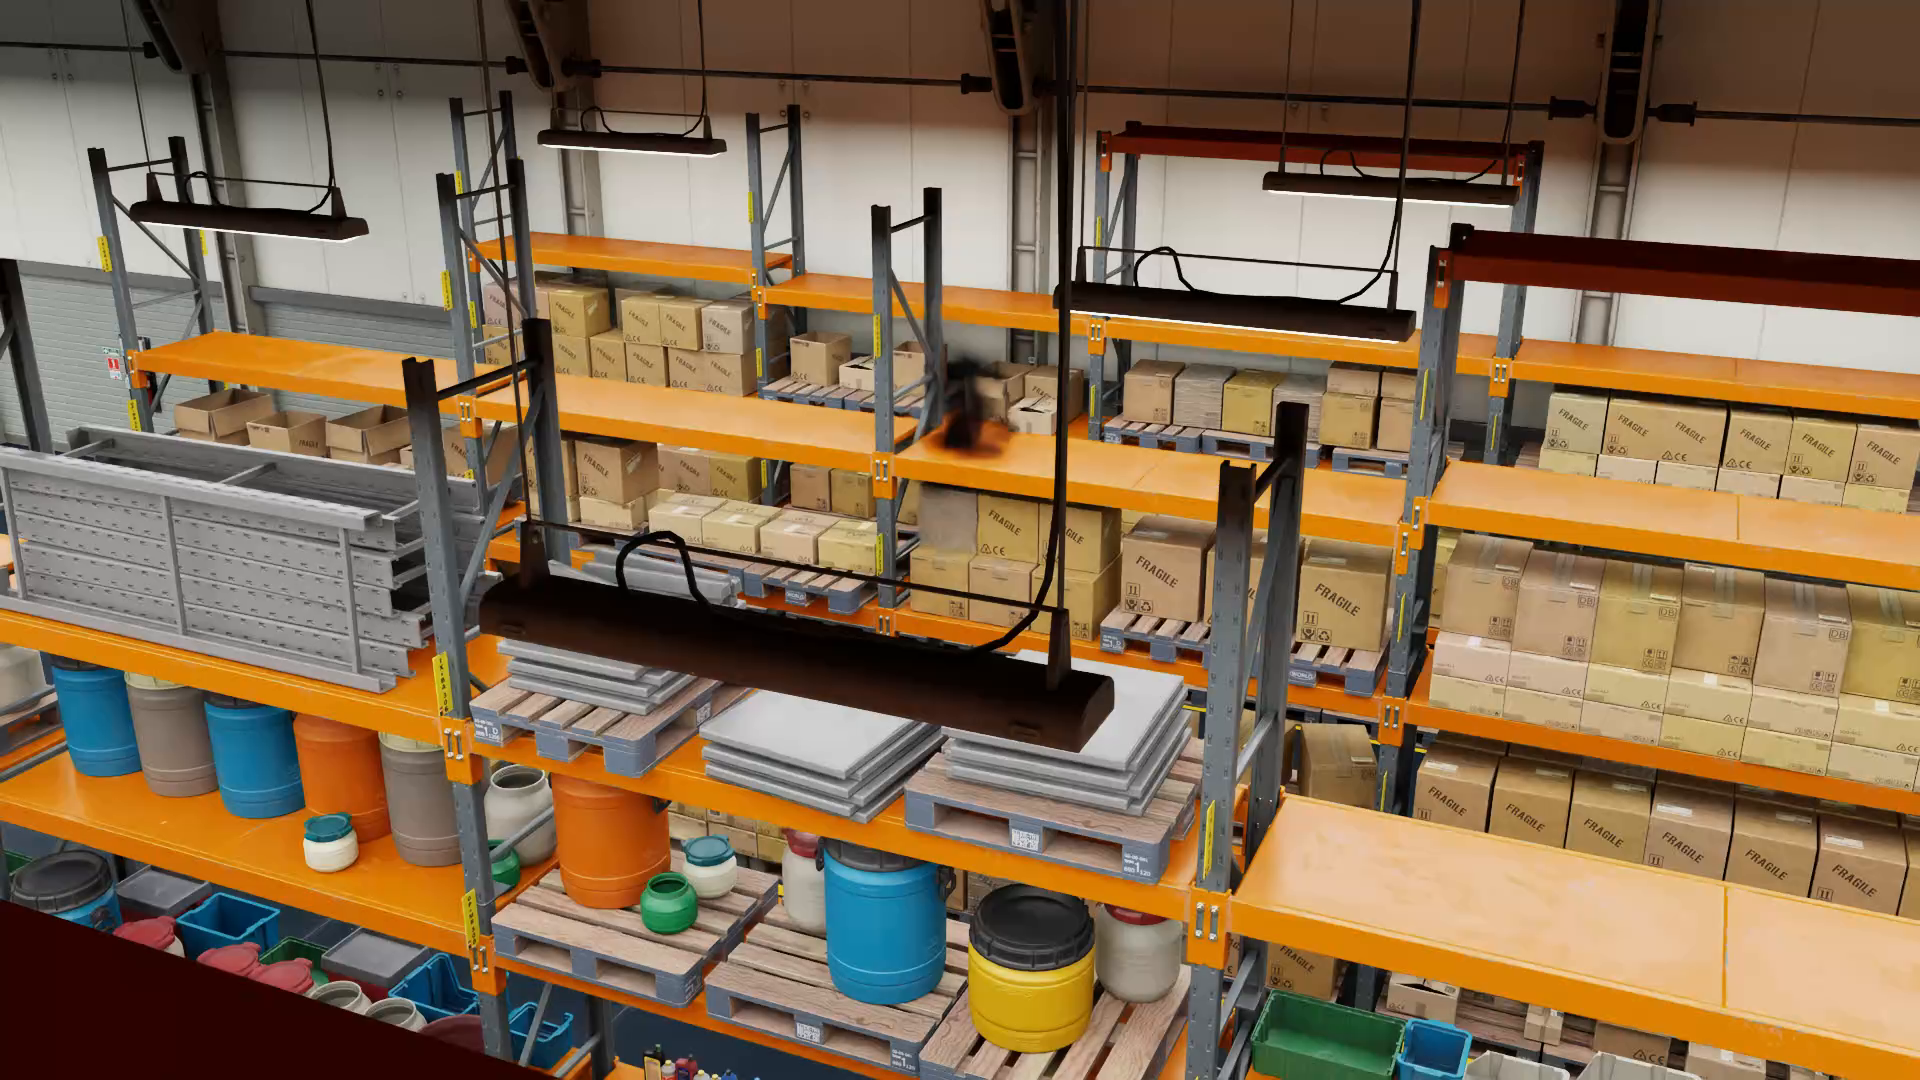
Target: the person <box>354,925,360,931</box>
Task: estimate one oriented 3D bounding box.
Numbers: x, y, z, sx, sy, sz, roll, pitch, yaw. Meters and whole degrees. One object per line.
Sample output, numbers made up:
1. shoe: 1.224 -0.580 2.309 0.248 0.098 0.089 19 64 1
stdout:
1. person: -4.362 2.981 12.406 0.561 1.625 0.605 9 22 23
